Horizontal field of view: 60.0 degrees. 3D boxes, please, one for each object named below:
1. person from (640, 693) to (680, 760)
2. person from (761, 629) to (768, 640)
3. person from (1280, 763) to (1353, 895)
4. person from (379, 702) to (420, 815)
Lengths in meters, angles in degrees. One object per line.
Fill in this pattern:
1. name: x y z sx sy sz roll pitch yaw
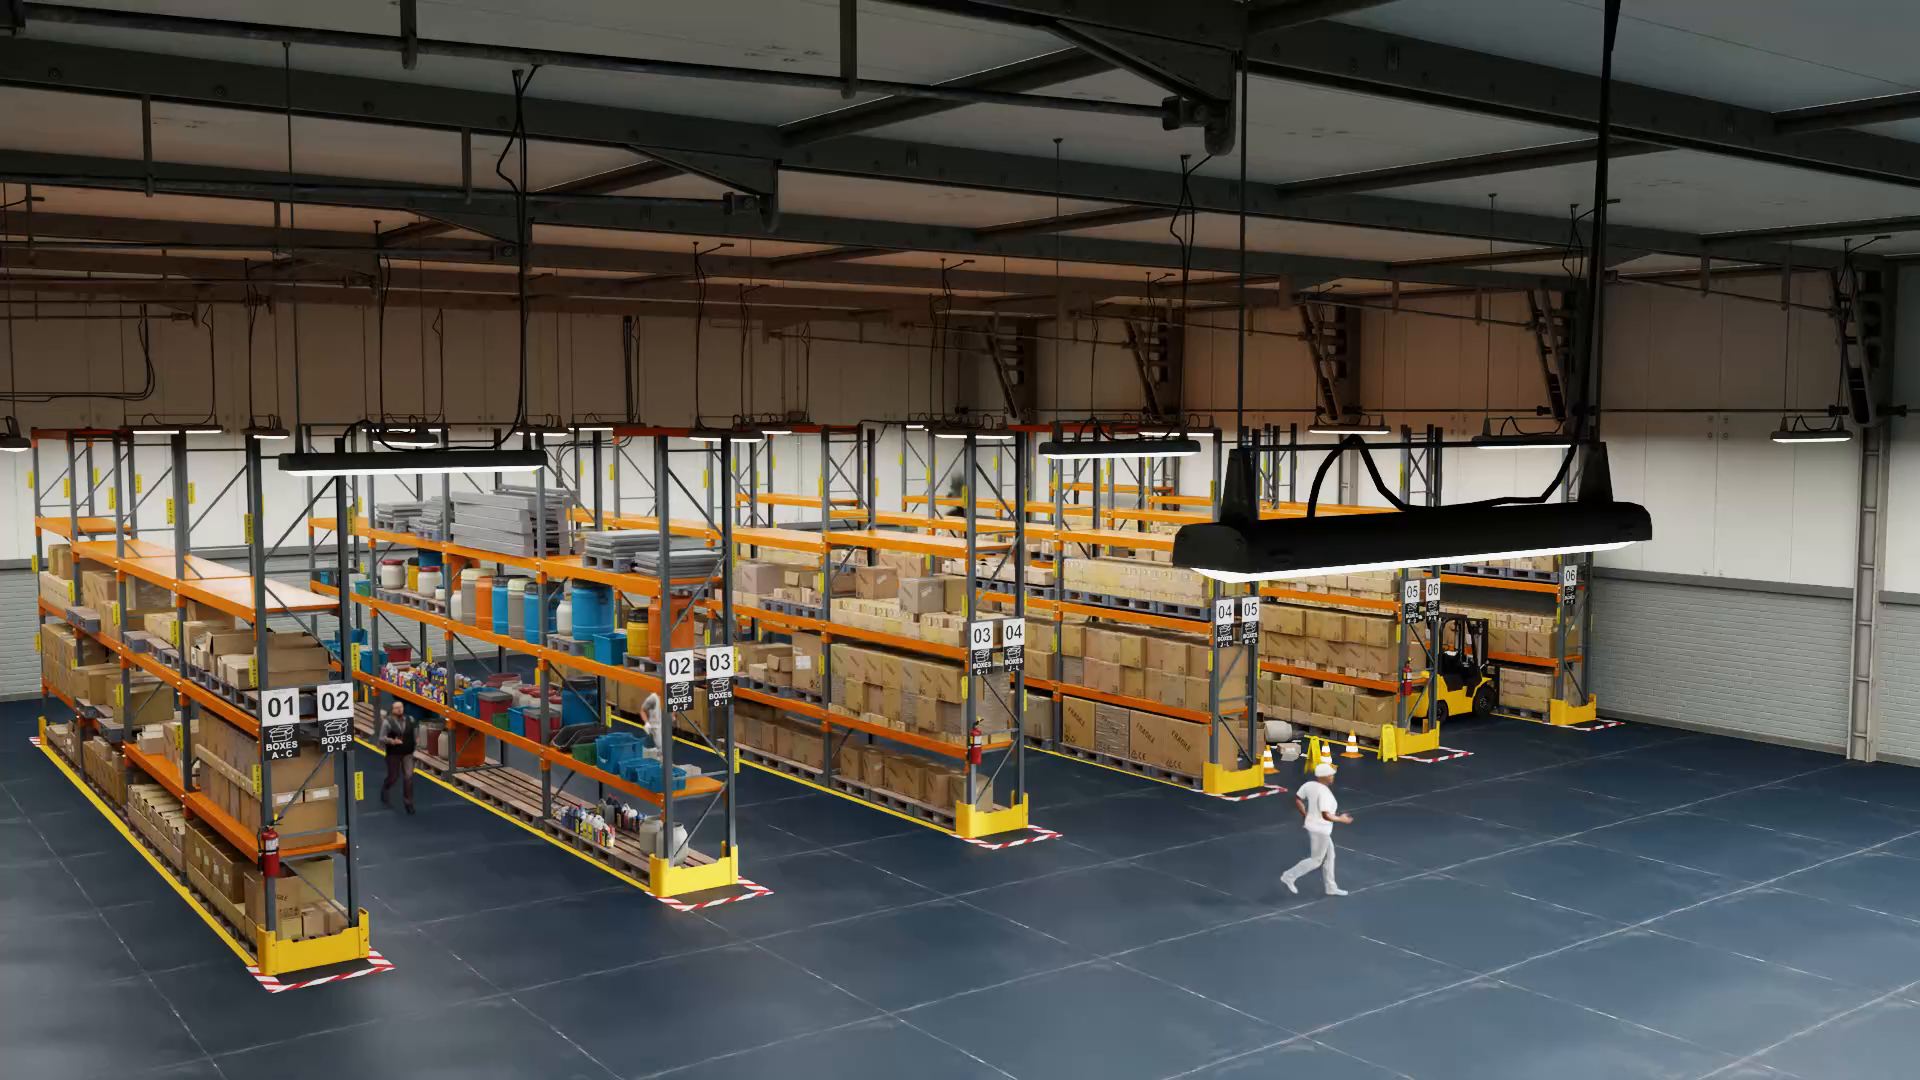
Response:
1. person: -5.149 3.226 28.580 0.634 1.733 0.659 4 6 40
2. person: -5.023 2.183 41.709 0.590 1.727 0.648 -4 6 -42
3. person: 4.588 3.761 21.500 0.955 1.753 0.681 -1 5 -7
4. person: -8.867 3.405 26.299 0.667 1.741 0.969 -3 5 -33
